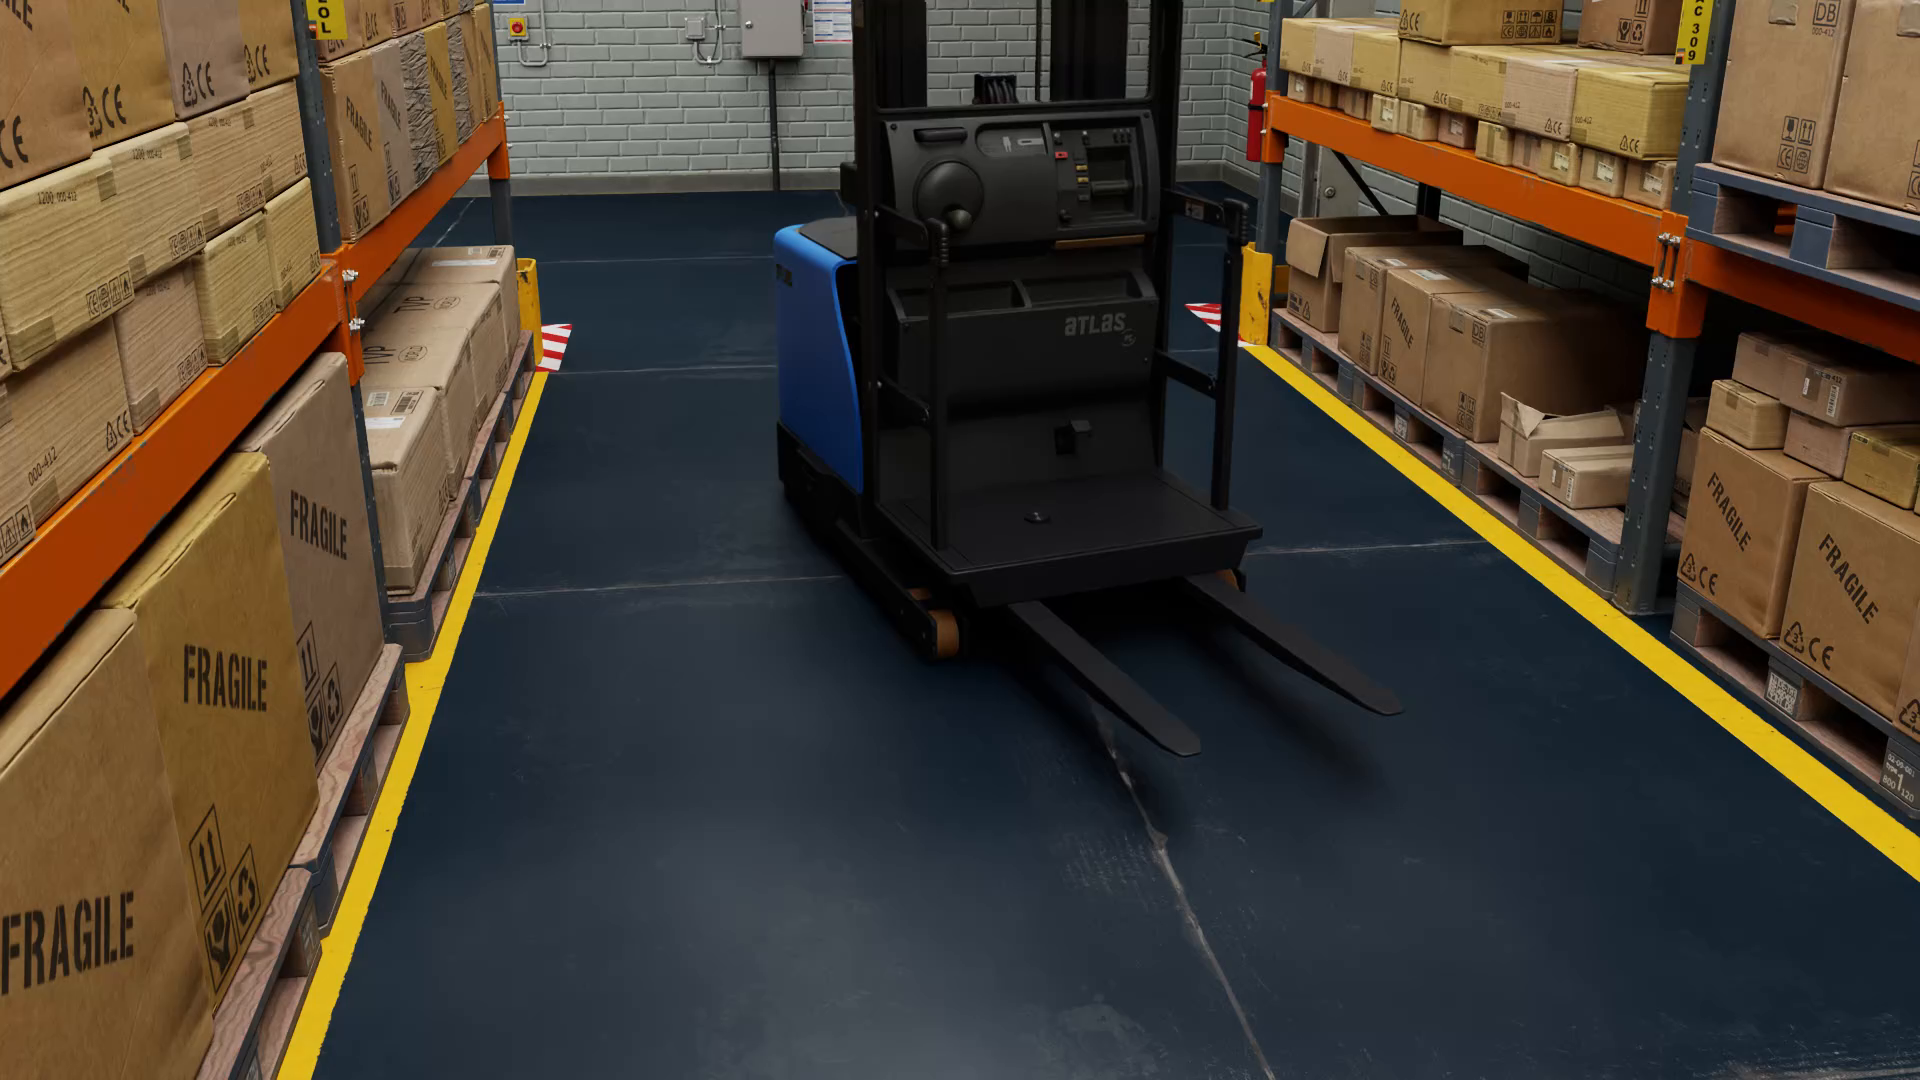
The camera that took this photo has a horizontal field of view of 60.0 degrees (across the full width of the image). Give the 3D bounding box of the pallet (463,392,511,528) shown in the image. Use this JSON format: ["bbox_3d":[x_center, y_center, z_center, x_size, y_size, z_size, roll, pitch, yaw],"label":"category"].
[{"bbox_3d":[-2.417,-0.323,6.780,1.003,0.211,1.213,-3,21,-8],"label":"pallet"}]

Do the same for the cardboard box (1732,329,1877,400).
[{"bbox_3d":[2.554,-0.525,4.955,0.380,0.149,0.250,-3,21,-9],"label":"cardboard box"}]

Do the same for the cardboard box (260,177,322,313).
[{"bbox_3d":[-1.891,-0.726,4.088,0.500,0.250,0.500,-3,21,-9],"label":"cardboard box"}]

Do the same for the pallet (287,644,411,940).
[{"bbox_3d":[-2.019,0.631,4.226,1.003,0.211,1.213,-3,21,-8],"label":"pallet"}]

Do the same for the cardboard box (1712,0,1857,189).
[{"bbox_3d":[2.554,-1.256,4.548,0.700,0.500,0.500,-2,21,-6],"label":"cardboard box"}]

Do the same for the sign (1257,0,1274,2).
[{"bbox_3d":[1.593,-2.954,8.600,0.100,0.325,0.005,-3,21,-8],"label":"sign"}]

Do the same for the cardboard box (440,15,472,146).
[{"bbox_3d":[-2.309,-1.865,6.780,0.500,0.500,0.500,-2,21,-6],"label":"cardboard box"}]

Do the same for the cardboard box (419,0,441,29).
[{"bbox_3d":[-2.234,-2.159,6.138,0.500,0.500,0.500,-3,21,-8],"label":"cardboard box"}]

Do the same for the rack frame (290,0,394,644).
[{"bbox_3d":[-2.205,-0.939,4.443,1.000,3.000,0.127,-3,21,-8],"label":"rack frame"}]

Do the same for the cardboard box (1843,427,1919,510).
[{"bbox_3d":[2.659,-0.202,4.516,0.380,0.149,0.250,-4,21,-11],"label":"cardboard box"}]

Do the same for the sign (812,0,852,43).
[{"bbox_3d":[-1.059,-4.383,13.799,0.329,0.494,0.001,-3,21,-8],"label":"sign"}]

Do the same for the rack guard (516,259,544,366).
[{"bbox_3d":[-2.785,-1.161,8.611,1.175,0.500,0.348,-3,21,-8],"label":"rack guard"}]

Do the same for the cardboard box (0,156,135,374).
[{"bbox_3d":[-1.650,-0.435,2.592,0.500,0.250,0.500,-3,21,-7],"label":"cardboard box"}]

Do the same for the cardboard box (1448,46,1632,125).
[{"bbox_3d":[2.246,-1.770,6.457,0.500,0.250,0.500,-3,21,-8],"label":"cardboard box"}]

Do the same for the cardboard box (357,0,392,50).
[{"bbox_3d":[-2.101,-1.807,5.194,0.500,0.500,0.500,-3,21,-8],"label":"cardboard box"}]

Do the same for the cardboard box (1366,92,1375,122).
[{"bbox_3d":[2.080,-1.973,7.571,0.380,0.149,0.250,-3,21,-7],"label":"cardboard box"}]

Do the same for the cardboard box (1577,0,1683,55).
[{"bbox_3d":[2.755,-2.140,6.377,0.500,0.500,0.500,-3,21,-9],"label":"cardboard box"}]

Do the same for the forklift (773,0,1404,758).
[{"bbox_3d":[0.293,-1.161,5.136,1.130,2.935,3.031,-8,22,-21],"label":"forklift"}]

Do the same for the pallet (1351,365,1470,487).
[{"bbox_3d":[2.429,-0.545,7.375,1.003,0.211,1.213,-3,21,-8],"label":"pallet"}]

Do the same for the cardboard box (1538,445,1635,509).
[{"bbox_3d":[2.335,-0.230,6.019,0.380,0.149,0.250,-4,21,-9],"label":"cardboard box"}]

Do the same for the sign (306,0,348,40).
[{"bbox_3d":[-1.670,-1.475,4.337,0.100,0.325,0.005,-3,21,-8],"label":"sign"}]

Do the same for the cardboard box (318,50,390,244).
[{"bbox_3d":[-2.014,-1.162,4.896,0.500,0.500,0.500,-2,21,-6],"label":"cardboard box"}]

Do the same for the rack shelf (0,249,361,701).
[{"bbox_3d":[-1.917,0.090,2.715,1.077,0.370,4.000,-3,21,-8],"label":"rack shelf"}]

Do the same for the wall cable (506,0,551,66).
[{"bbox_3d":[-3.618,-4.766,13.192,0.585,1.953,0.123,-3,21,-8],"label":"wall cable"}]

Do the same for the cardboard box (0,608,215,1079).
[{"bbox_3d":[-1.770,0.692,2.513,0.875,0.875,0.875,-3,21,-7],"label":"cardboard box"}]

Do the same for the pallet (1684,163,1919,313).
[{"bbox_3d":[2.713,-0.819,4.395,1.003,0.211,1.213,-3,21,-8],"label":"pallet"}]

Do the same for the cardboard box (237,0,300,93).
[{"bbox_3d":[-1.892,-1.312,3.871,0.500,0.500,0.500,-2,21,-6],"label":"cardboard box"}]

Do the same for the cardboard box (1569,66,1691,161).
[{"bbox_3d":[2.391,-1.424,5.531,0.500,0.250,0.500,-2,21,-6],"label":"cardboard box"}]

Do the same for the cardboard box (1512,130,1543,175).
[{"bbox_3d":[2.279,-1.441,6.146,0.380,0.149,0.250,-2,21,-6],"label":"cardboard box"}]

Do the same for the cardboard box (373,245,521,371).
[{"bbox_3d":[-2.588,-1.097,7.928,0.875,0.438,0.875,-4,21,-10],"label":"cardboard box"}]

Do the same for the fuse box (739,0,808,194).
[{"bbox_3d":[-1.518,-3.727,13.749,0.539,1.711,0.414,-3,21,-8],"label":"fuse box"}]

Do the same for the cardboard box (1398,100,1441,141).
[{"bbox_3d":[2.100,-1.792,7.085,0.380,0.149,0.250,-2,21,-7],"label":"cardboard box"}]

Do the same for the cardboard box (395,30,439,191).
[{"bbox_3d":[-2.148,-1.509,5.825,0.500,0.500,0.500,-3,21,-7],"label":"cardboard box"}]

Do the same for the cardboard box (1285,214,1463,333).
[{"bbox_3d":[2.124,-1.386,8.609,0.797,0.503,0.637,-4,21,-10],"label":"cardboard box"}]

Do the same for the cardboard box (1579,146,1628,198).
[{"bbox_3d":[2.351,-1.260,5.661,0.380,0.149,0.250,-2,21,-6],"label":"cardboard box"}]

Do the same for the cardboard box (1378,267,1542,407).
[{"bbox_3d":[2.186,-0.899,7.308,0.500,0.500,0.500,-3,21,-7],"label":"cardboard box"}]

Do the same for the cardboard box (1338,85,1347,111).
[{"bbox_3d":[2.060,-2.155,8.059,0.380,0.149,0.250,-3,21,-8],"label":"cardboard box"}]

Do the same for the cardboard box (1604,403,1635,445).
[{"bbox_3d":[2.782,-0.443,6.589,0.380,0.149,0.250,-3,21,-8],"label":"cardboard box"}]

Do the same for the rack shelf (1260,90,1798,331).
[{"bbox_3d":[2.418,-1.546,7.097,1.077,0.370,4.000,-3,21,-8],"label":"rack shelf"}]

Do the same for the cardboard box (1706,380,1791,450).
[{"bbox_3d":[2.494,-0.383,4.999,0.380,0.149,0.250,-2,21,-5],"label":"cardboard box"}]

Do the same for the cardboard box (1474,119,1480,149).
[{"bbox_3d":[2.288,-1.623,6.633,0.380,0.149,0.250,-3,21,-7],"label":"cardboard box"}]

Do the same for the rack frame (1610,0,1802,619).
[{"bbox_3d":[2.706,-1.191,5.117,1.000,3.000,0.127,-3,21,-8],"label":"rack frame"}]

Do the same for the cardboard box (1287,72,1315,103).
[{"bbox_3d":[1.905,-2.330,8.527,0.380,0.149,0.250,-3,21,-8],"label":"cardboard box"}]

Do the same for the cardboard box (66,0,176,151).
[{"bbox_3d":[-1.757,-0.957,2.920,0.500,0.500,0.500,-2,21,-6],"label":"cardboard box"}]

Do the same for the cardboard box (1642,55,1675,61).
[{"bbox_3d":[2.823,-1.618,6.051,0.500,0.250,0.500,-3,21,-8],"label":"cardboard box"}]

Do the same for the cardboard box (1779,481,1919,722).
[{"bbox_3d":[2.640,0.146,4.510,0.500,0.500,0.500,-3,21,-8],"label":"cardboard box"}]

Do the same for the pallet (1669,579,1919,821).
[{"bbox_3d":[2.861,0.395,4.856,1.003,0.211,1.213,-3,21,-8],"label":"pallet"}]

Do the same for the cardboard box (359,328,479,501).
[{"bbox_3d":[-2.319,-0.468,6.245,0.875,0.438,0.875,-4,21,-9],"label":"cardboard box"}]

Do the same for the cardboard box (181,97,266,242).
[{"bbox_3d":[-1.822,-0.790,3.544,0.500,0.250,0.500,-2,21,-6],"label":"cardboard box"}]

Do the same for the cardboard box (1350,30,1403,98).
[{"bbox_3d":[2.077,-2.124,7.406,0.500,0.250,0.500,-3,21,-9],"label":"cardboard box"}]

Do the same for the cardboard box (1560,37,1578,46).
[{"bbox_3d":[2.673,-1.968,6.986,0.500,0.250,0.500,-3,21,-8],"label":"cardboard box"}]

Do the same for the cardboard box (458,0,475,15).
[{"bbox_3d":[-2.372,-2.505,7.064,0.500,0.500,0.500,-3,21,-8],"label":"cardboard box"}]

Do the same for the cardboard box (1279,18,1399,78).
[{"bbox_3d":[1.928,-2.474,8.342,0.500,0.250,0.500,-3,21,-7],"label":"cardboard box"}]

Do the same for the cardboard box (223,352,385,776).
[{"bbox_3d":[-2.037,0.070,4.178,0.875,0.875,0.875,-2,21,-6],"label":"cardboard box"}]

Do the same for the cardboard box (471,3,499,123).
[{"bbox_3d":[-2.450,-2.217,7.723,0.500,0.500,0.500,-3,21,-7],"label":"cardboard box"}]

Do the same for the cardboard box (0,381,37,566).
[{"bbox_3d":[-1.612,-0.025,2.210,0.500,0.250,0.500,-2,21,-6],"label":"cardboard box"}]

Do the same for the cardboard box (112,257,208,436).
[{"bbox_3d":[-1.765,-0.374,3.145,0.500,0.250,0.500,-3,21,-9],"label":"cardboard box"}]
